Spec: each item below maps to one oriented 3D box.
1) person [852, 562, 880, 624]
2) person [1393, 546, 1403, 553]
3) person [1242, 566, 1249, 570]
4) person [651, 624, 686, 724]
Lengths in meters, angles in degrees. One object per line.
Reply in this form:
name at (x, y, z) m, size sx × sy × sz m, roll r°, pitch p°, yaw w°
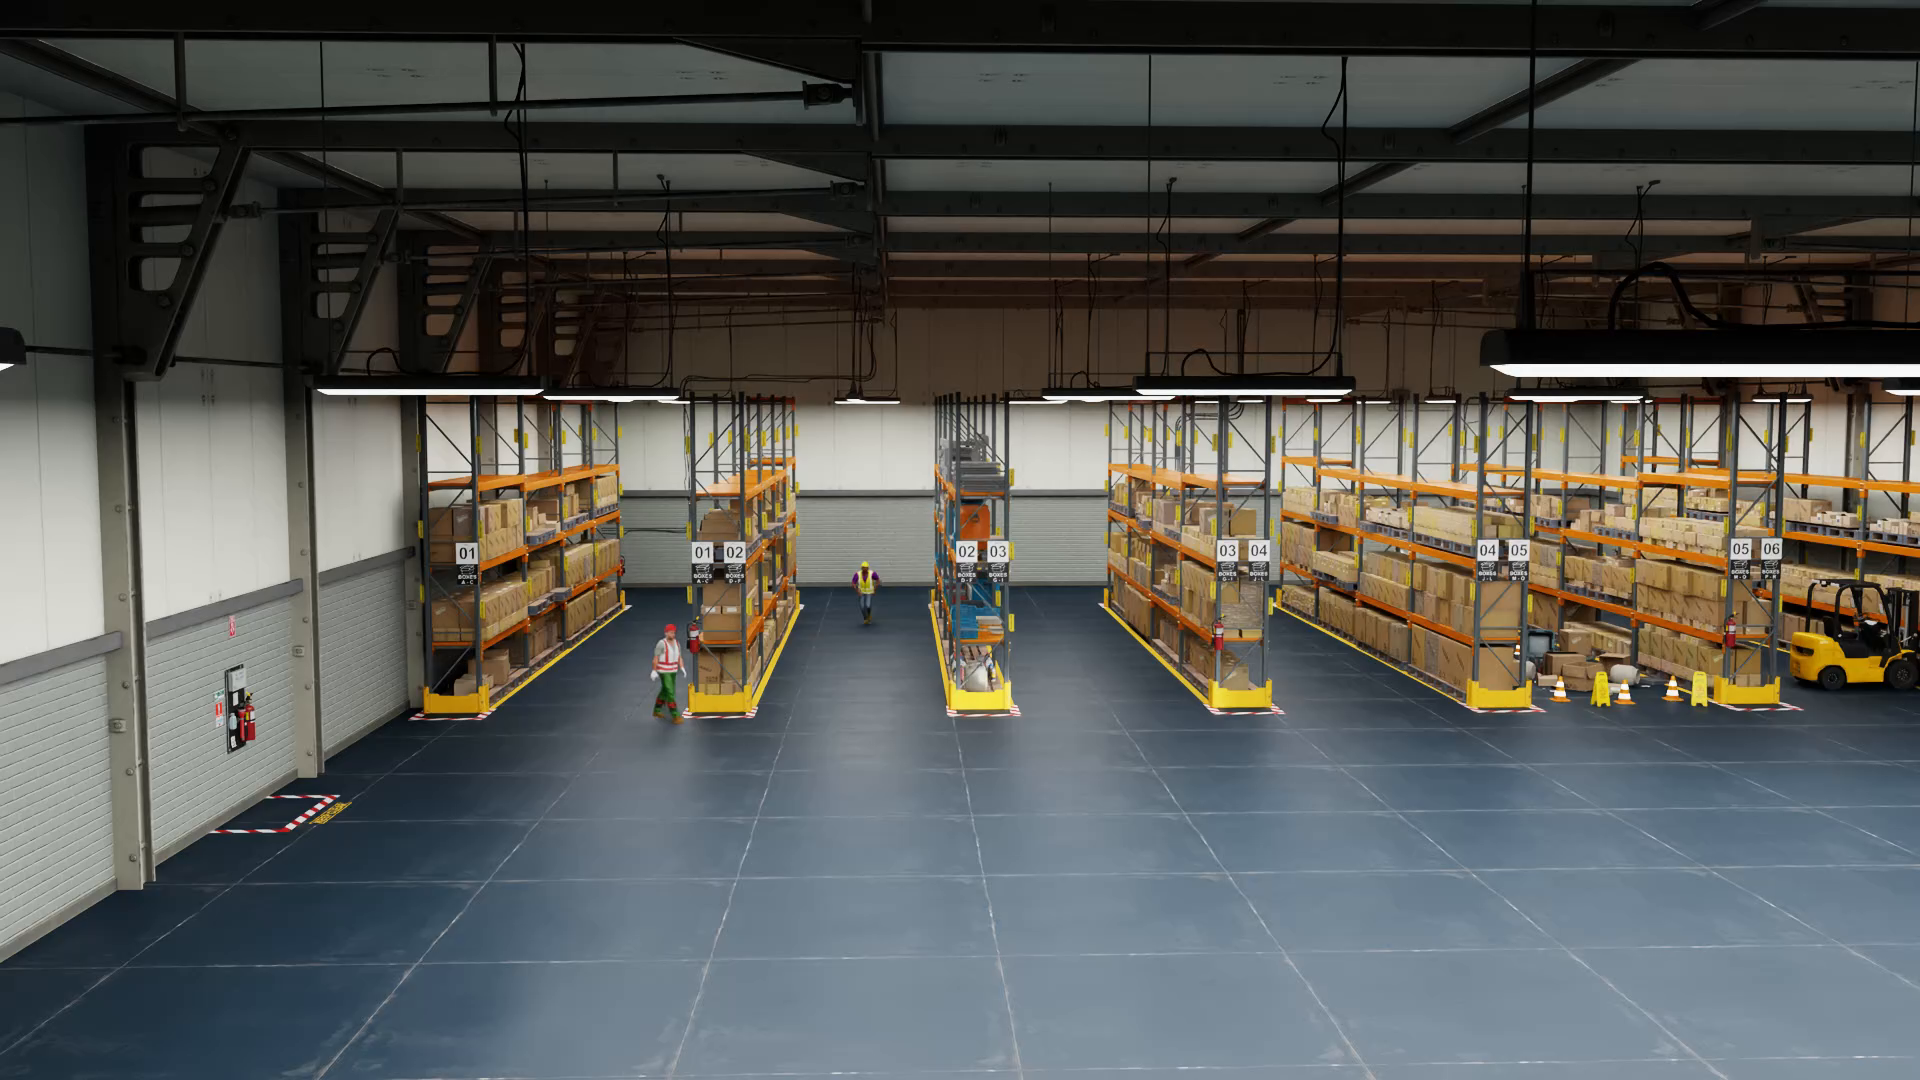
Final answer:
person at (-2.475, 1.391, 43.703) m, size 0.713 × 1.667 × 0.691 m, roll 0°, pitch 5°, yaw 6°
person at (13.229, 0.835, 50.330) m, size 0.467 × 1.674 × 0.509 m, roll -1°, pitch 5°, yaw -17°
person at (8.085, 1.151, 46.665) m, size 0.696 × 1.684 × 0.646 m, roll 1°, pitch 5°, yaw 7°
person at (-5.270, 2.409, 30.295) m, size 0.901 × 1.758 × 0.549 m, roll 2°, pitch 5°, yaw 28°
